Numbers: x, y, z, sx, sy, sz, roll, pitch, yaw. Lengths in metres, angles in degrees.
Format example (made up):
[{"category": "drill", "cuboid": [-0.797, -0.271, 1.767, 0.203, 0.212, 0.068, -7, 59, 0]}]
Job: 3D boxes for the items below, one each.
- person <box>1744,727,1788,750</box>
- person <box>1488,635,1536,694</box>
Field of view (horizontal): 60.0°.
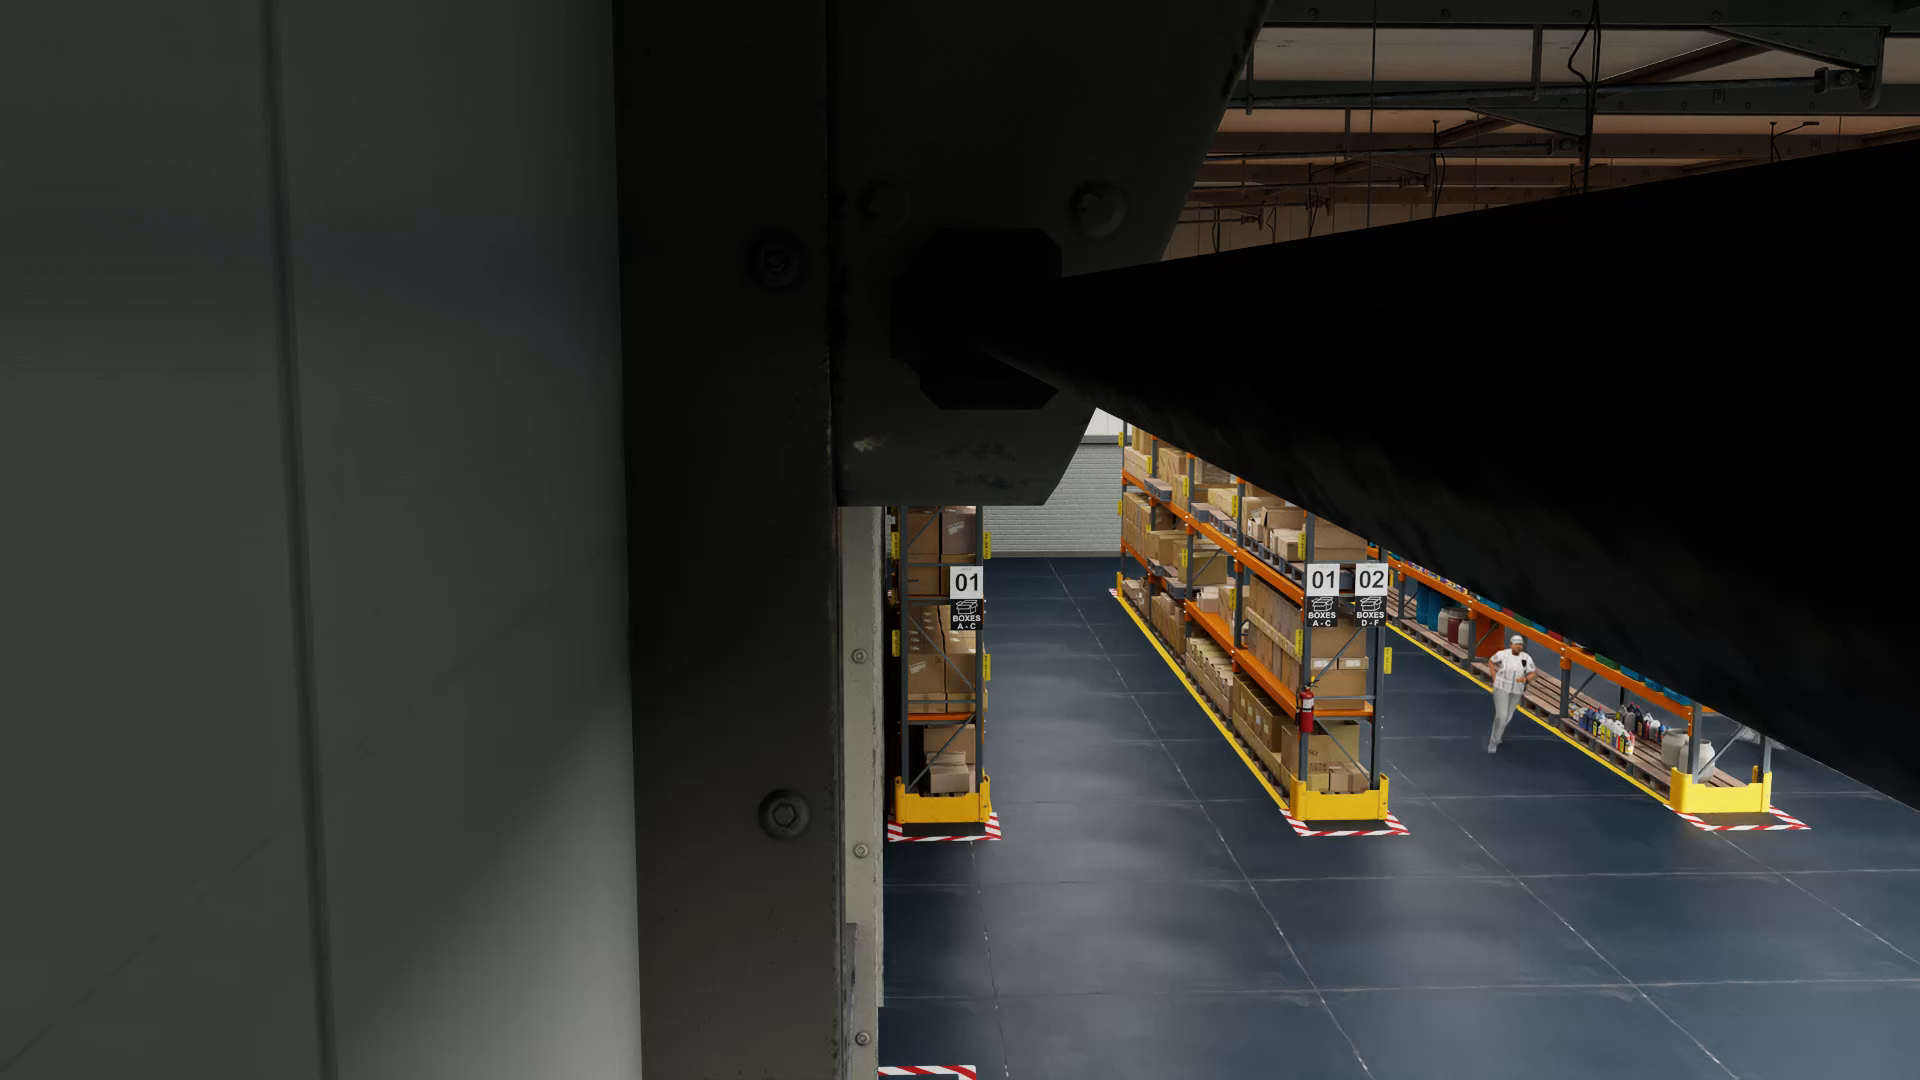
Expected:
[{"category": "person", "cuboid": [11.664, 2.121, 23.841, 0.604, 1.746, 0.599, -1, 8, -8]}, {"category": "person", "cuboid": [7.901, 1.763, 23.708, 0.599, 0.817, 0.522, 0, 8, 2]}]
